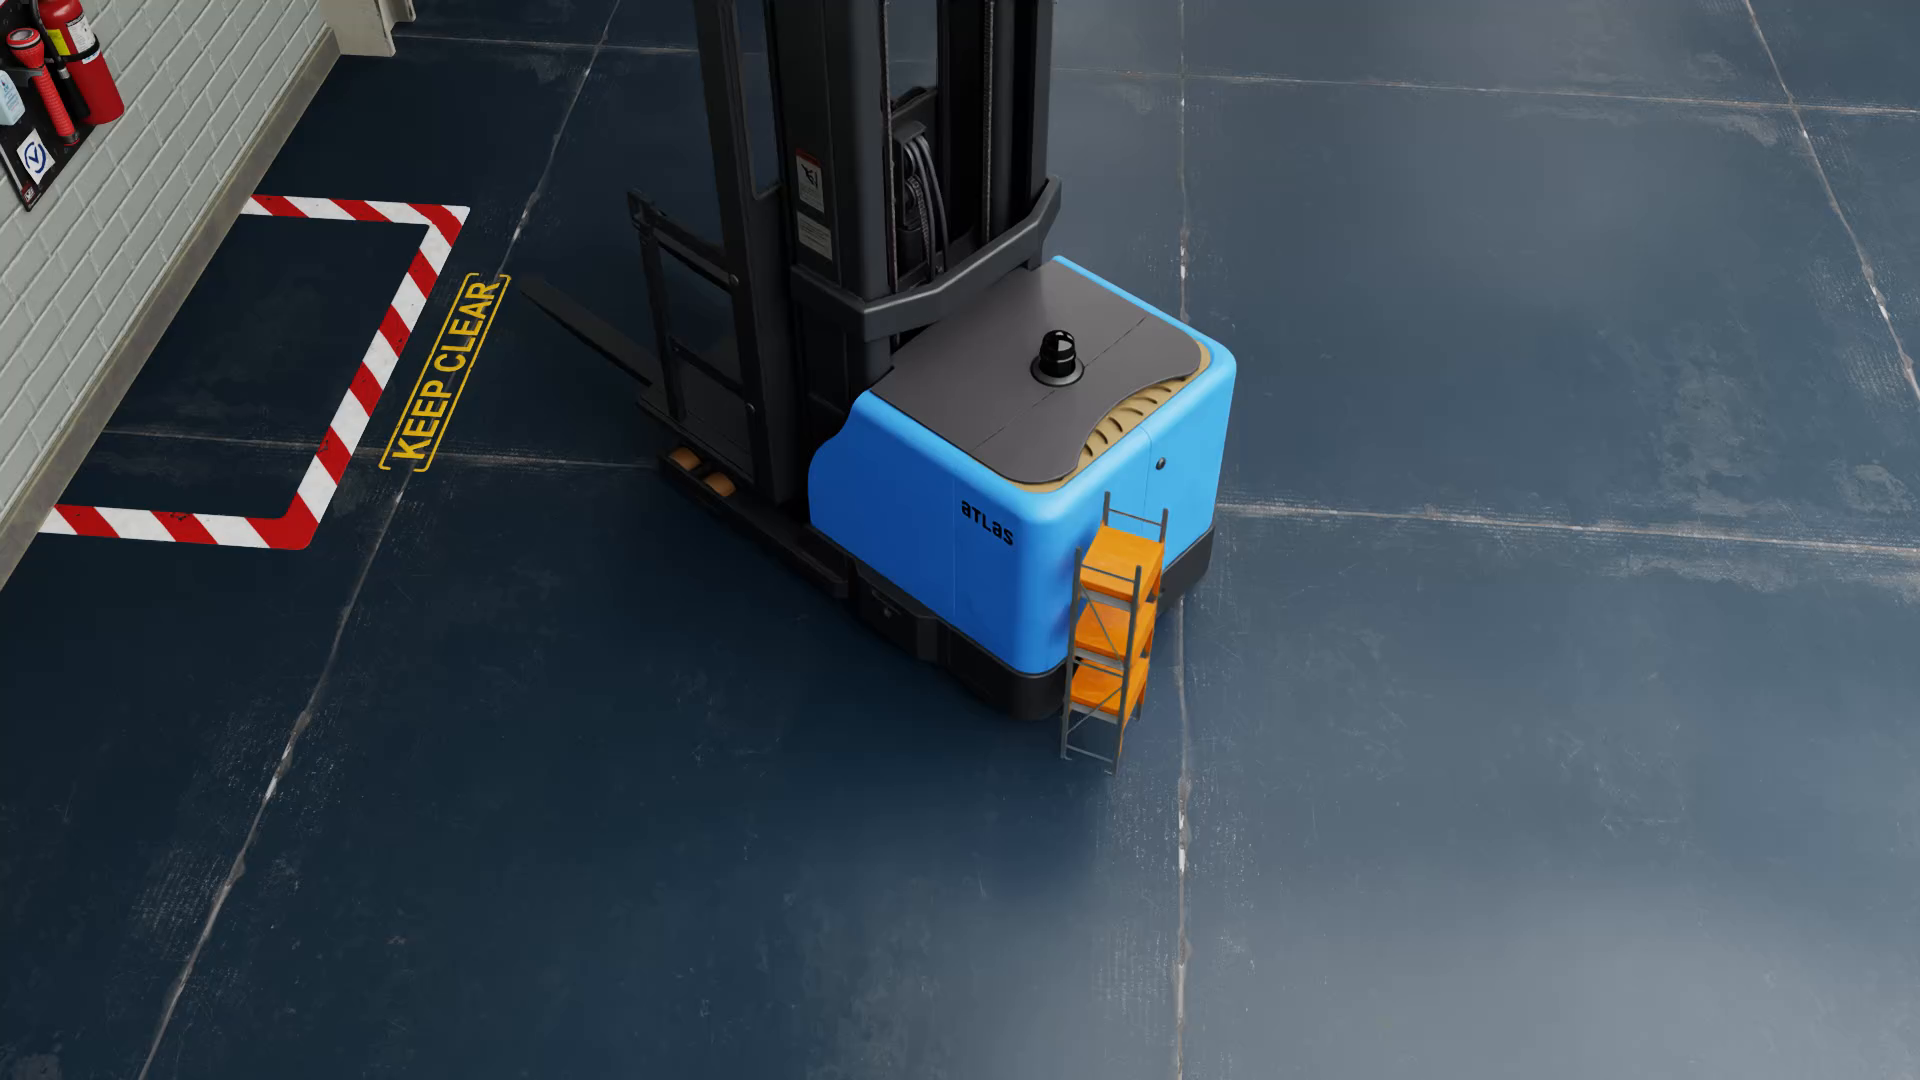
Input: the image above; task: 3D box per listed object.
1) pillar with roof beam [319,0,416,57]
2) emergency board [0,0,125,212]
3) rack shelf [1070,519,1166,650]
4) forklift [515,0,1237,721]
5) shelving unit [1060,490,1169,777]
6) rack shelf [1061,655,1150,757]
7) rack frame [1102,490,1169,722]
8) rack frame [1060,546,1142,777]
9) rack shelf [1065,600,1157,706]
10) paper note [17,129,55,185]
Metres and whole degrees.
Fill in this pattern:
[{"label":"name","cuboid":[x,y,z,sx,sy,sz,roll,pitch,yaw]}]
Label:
[{"label":"pillar with roof beam","cuboid":[1.246,-5.379,5.071,9.100,9.000,0.400,4,48,4]},{"label":"emergency board","cuboid":[-3.305,-1.830,5.891,0.194,1.169,0.643,4,48,4]},{"label":"rack shelf","cuboid":[0.477,0.135,5.045,0.215,0.259,0.240,18,50,15]},{"label":"forklift","cuboid":[-0.516,-1.339,5.489,3.031,2.935,1.130,34,56,27]},{"label":"shelving unit","cuboid":[0.477,0.320,5.246,0.215,1.050,0.252,18,50,15]},{"label":"rack shelf","cuboid":[0.477,0.514,5.459,0.215,0.259,0.240,18,50,15]},{"label":"rack frame","cuboid":[0.525,0.237,5.322,0.200,1.050,0.008,18,50,15]},{"label":"rack frame","cuboid":[0.429,0.402,5.170,0.200,1.050,0.008,18,50,15]},{"label":"rack shelf","cuboid":[0.477,0.327,5.254,0.215,0.259,0.240,18,50,15]},{"label":"paper note","cuboid":[-3.390,-1.408,6.102,0.016,0.148,0.142,4,48,4]}]
